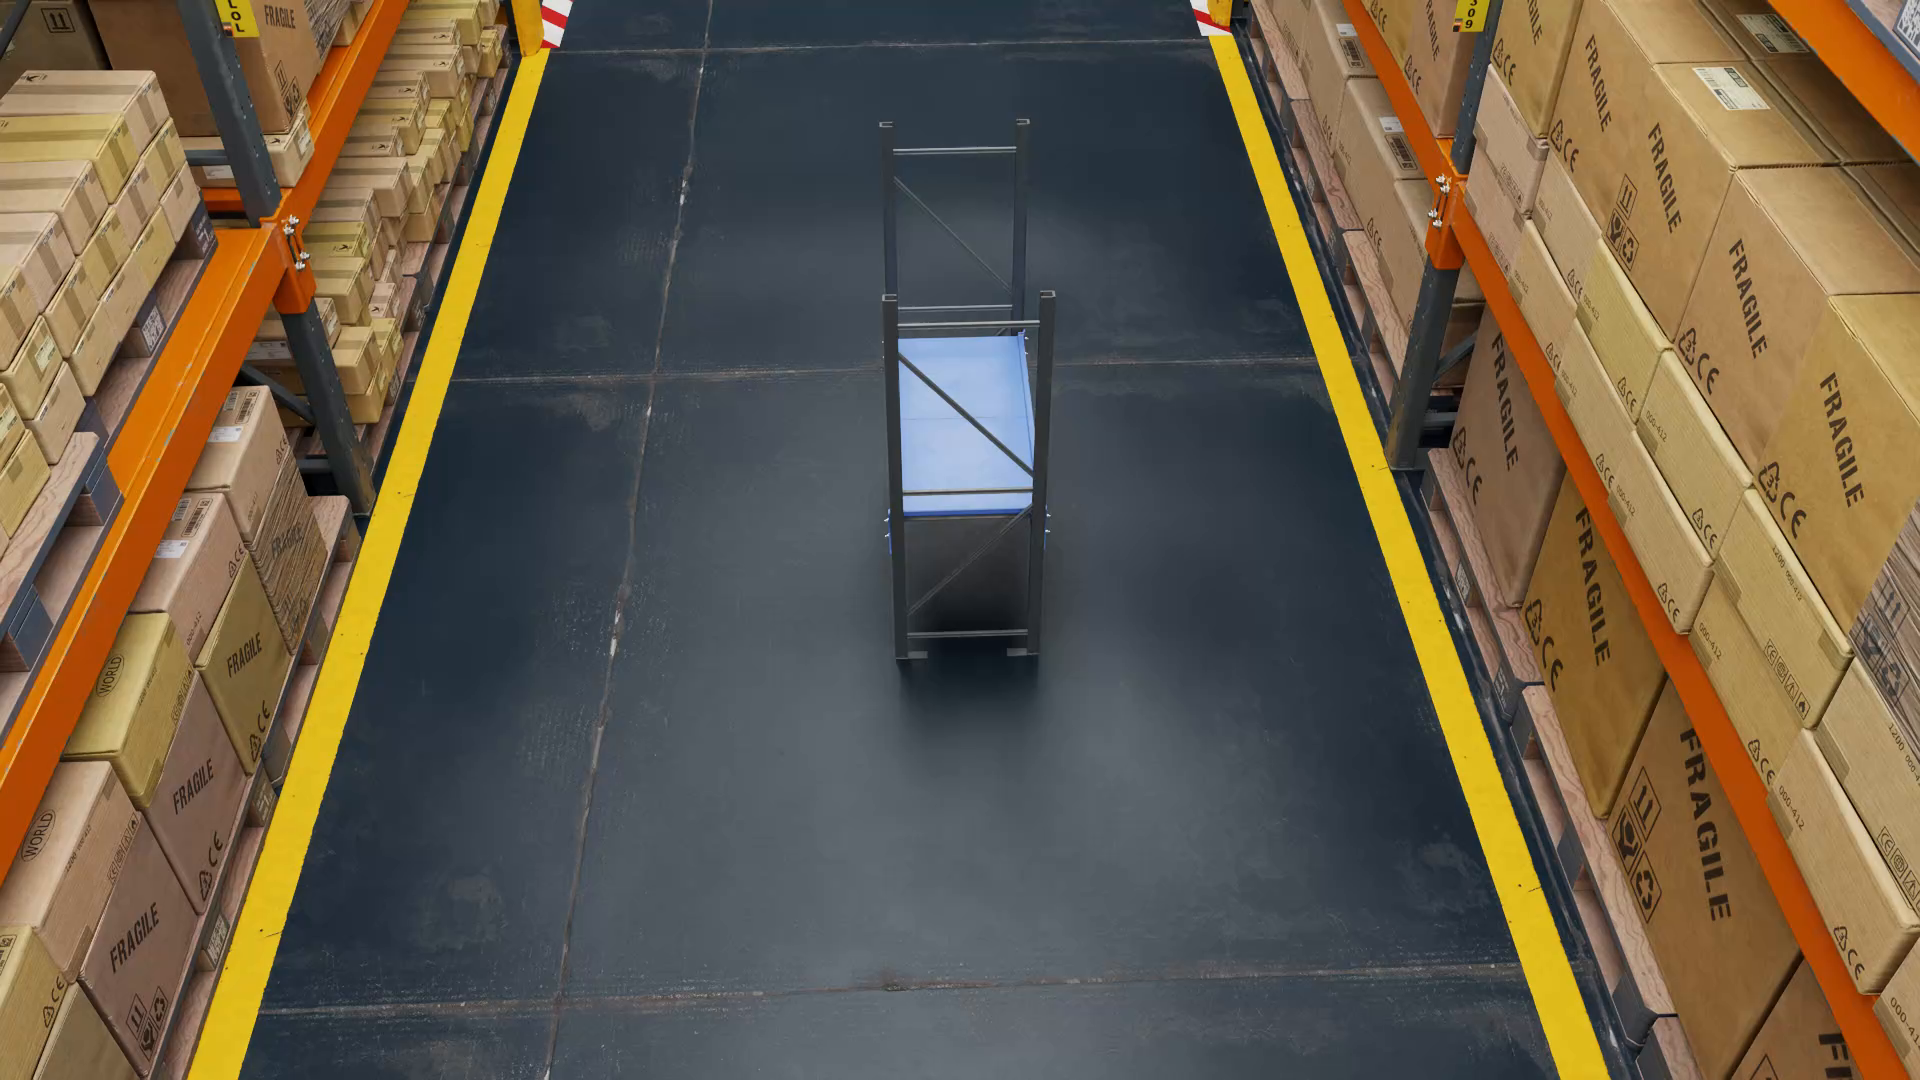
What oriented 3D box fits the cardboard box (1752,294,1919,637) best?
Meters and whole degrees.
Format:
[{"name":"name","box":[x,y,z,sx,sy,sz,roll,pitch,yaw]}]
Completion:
[{"name":"cardboard box","box":[2.032,-0.156,3.387,0.500,0.500,0.500,-2,43,-2]}]

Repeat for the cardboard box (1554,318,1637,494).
[{"name":"cardboard box","box":[1.974,-0.373,4.548,0.500,0.250,0.500,-2,43,-2]}]

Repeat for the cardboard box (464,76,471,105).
[{"name":"cardboard box","box":[-2.630,-2.155,8.180,0.380,0.149,0.250,-1,43,-1]}]

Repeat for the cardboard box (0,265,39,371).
[{"name":"cardboard box","box":[-2.500,-0.535,4.049,0.380,0.149,0.250,-3,43,-3]}]

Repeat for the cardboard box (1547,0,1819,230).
[{"name":"cardboard box","box":[1.970,-1.186,4.510,0.500,0.500,0.500,-2,43,-2]}]

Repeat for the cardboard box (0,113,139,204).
[{"name":"cardboard box","box":[-2.527,-1.053,4.613,0.380,0.149,0.250,-3,43,-3]}]

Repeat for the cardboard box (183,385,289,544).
[{"name":"cardboard box","box":[-2.467,-0.232,5.268,0.500,0.250,0.500,-3,43,-3]}]

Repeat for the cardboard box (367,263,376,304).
[{"name":"cardboard box","box":[-2.594,-1.017,6.719,0.380,0.149,0.250,-2,43,-2]}]

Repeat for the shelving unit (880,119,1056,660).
[{"name":"shelving unit","box":[0.004,-0.495,5.680,0.538,1.500,1.048,-2,43,-2]}]

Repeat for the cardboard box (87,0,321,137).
[{"name":"cardboard box","box":[-2.521,-1.706,5.597,0.500,0.500,0.500,-2,43,-3]}]

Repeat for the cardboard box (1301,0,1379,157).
[{"name":"cardboard box","box":[2.195,-2.279,8.101,0.875,0.438,0.875,-1,43,-1]}]

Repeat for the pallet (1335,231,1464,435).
[{"name":"pallet","box":[2.235,-0.916,7.093,1.003,0.211,1.213,-2,43,-2]}]

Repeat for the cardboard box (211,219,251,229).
[{"name":"cardboard box","box":[-3.028,-1.290,6.797,0.380,0.149,0.250,0,43,0]}]

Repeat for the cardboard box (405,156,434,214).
[{"name":"cardboard box","box":[-2.538,-1.558,7.309,0.380,0.149,0.250,-2,43,-2]}]

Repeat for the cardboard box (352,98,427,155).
[{"name":"cardboard box","box":[-2.600,-1.835,7.391,0.380,0.149,0.250,-1,43,-2]}]

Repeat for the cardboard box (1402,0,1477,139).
[{"name":"cardboard box","box":[1.915,-1.771,5.888,0.500,0.500,0.500,-1,43,-1]}]

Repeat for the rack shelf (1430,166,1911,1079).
[{"name":"rack shelf","box":[2.275,0.187,4.358,1.077,0.370,4.000,-2,43,-2]}]

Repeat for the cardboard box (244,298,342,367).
[{"name":"cardboard box","box":[-2.559,-0.780,6.239,0.380,0.149,0.250,0,43,0]}]

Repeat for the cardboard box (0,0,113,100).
[{"name":"cardboard box","box":[-3.054,-1.683,5.572,0.500,0.500,0.500,-2,43,-2]}]

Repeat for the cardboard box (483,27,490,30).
[{"name":"cardboard box","box":[-2.691,-2.673,8.745,0.380,0.149,0.250,-1,43,-1]}]

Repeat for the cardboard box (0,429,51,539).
[{"name":"cardboard box","box":[-2.479,-0.138,4.056,0.380,0.149,0.250,0,43,0]}]

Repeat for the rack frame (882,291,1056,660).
[{"name":"rack frame","box":[0.025,-0.152,5.306,0.500,1.500,0.032,-2,43,-2]}]

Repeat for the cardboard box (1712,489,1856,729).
[{"name":"cardboard box","box":[2.017,0.132,3.627,0.500,0.250,0.500,-3,43,-3]}]

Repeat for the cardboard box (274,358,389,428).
[{"name":"cardboard box","box":[-2.446,-0.577,6.458,0.380,0.149,0.250,-3,43,-4]}]

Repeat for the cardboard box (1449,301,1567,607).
[{"name":"cardboard box","box":[2.296,-0.384,5.710,0.875,0.875,0.875,0,43,0]}]

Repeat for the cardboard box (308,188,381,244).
[{"name":"cardboard box","box":[-2.606,-1.312,6.820,0.380,0.149,0.250,-3,43,-3]}]

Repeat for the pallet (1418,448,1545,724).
[{"name":"pallet","box":[2.298,0.118,5.965,1.003,0.211,1.213,-2,43,-2]}]

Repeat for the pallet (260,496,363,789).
[{"name":"pallet","box":[-2.717,0.336,5.728,1.003,0.211,1.213,-2,43,-2]}]

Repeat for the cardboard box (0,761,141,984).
[{"name":"cardboard box","box":[-2.399,0.823,4.116,0.500,0.250,0.500,-1,43,-1]}]

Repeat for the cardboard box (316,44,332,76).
[{"name":"cardboard box","box":[-2.591,-1.860,6.246,0.380,0.149,0.250,-3,43,-4]}]

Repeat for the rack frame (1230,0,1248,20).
[{"name":"rack frame","box":[2.020,-4.129,8.534,1.000,3.000,0.127,-2,43,-2]}]

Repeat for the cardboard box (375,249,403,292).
[{"name":"cardboard box","box":[-2.581,-1.093,7.021,0.380,0.149,0.250,-2,43,-3]}]

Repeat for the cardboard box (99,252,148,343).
[{"name":"cardboard box","box":[-2.517,-0.674,4.641,0.380,0.149,0.250,-2,43,-2]}]

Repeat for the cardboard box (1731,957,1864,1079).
[{"name":"cardboard box","box":[2.413,1.432,3.730,0.875,0.875,0.875,-2,43,-2]}]

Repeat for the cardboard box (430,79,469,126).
[{"name":"cardboard box","box":[-2.555,-2.084,7.882,0.380,0.149,0.250,-1,43,-1]}]

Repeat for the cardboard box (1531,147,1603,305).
[{"name":"cardboard box","box":[1.977,-0.901,4.754,0.500,0.250,0.500,-1,43,-1]}]

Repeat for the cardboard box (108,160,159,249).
[{"name":"cardboard box","box":[-2.525,-0.949,4.720,0.380,0.149,0.250,-1,43,-2]}]

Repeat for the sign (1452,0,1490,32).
[{"name":"sign","box":[1.635,-1.760,5.250,0.100,0.325,0.005,-2,43,-2]}]

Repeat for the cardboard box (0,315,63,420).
[{"name":"cardboard box","box":[-2.492,-0.421,4.145,0.380,0.149,0.250,-4,43,-4]}]

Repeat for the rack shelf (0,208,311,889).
[{"name":"rack shelf","box":[-2.667,0.397,4.129,1.077,0.370,4.000,-2,43,-2]}]

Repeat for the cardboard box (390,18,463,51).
[{"name":"cardboard box","box":[-2.607,-2.372,7.977,0.380,0.149,0.250,-3,43,-4]}]

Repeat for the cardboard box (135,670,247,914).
[{"name":"cardboard box","box":[-2.430,0.734,4.769,0.500,0.500,0.500,-3,43,-3]}]

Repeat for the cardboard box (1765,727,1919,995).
[{"name":"cardboard box","box":[2.041,0.649,3.433,0.500,0.250,0.500,-1,43,-1]}]

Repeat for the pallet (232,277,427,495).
[{"name":"pallet","box":[-2.816,-0.642,6.795,1.003,0.211,1.213,-2,43,-2]}]
